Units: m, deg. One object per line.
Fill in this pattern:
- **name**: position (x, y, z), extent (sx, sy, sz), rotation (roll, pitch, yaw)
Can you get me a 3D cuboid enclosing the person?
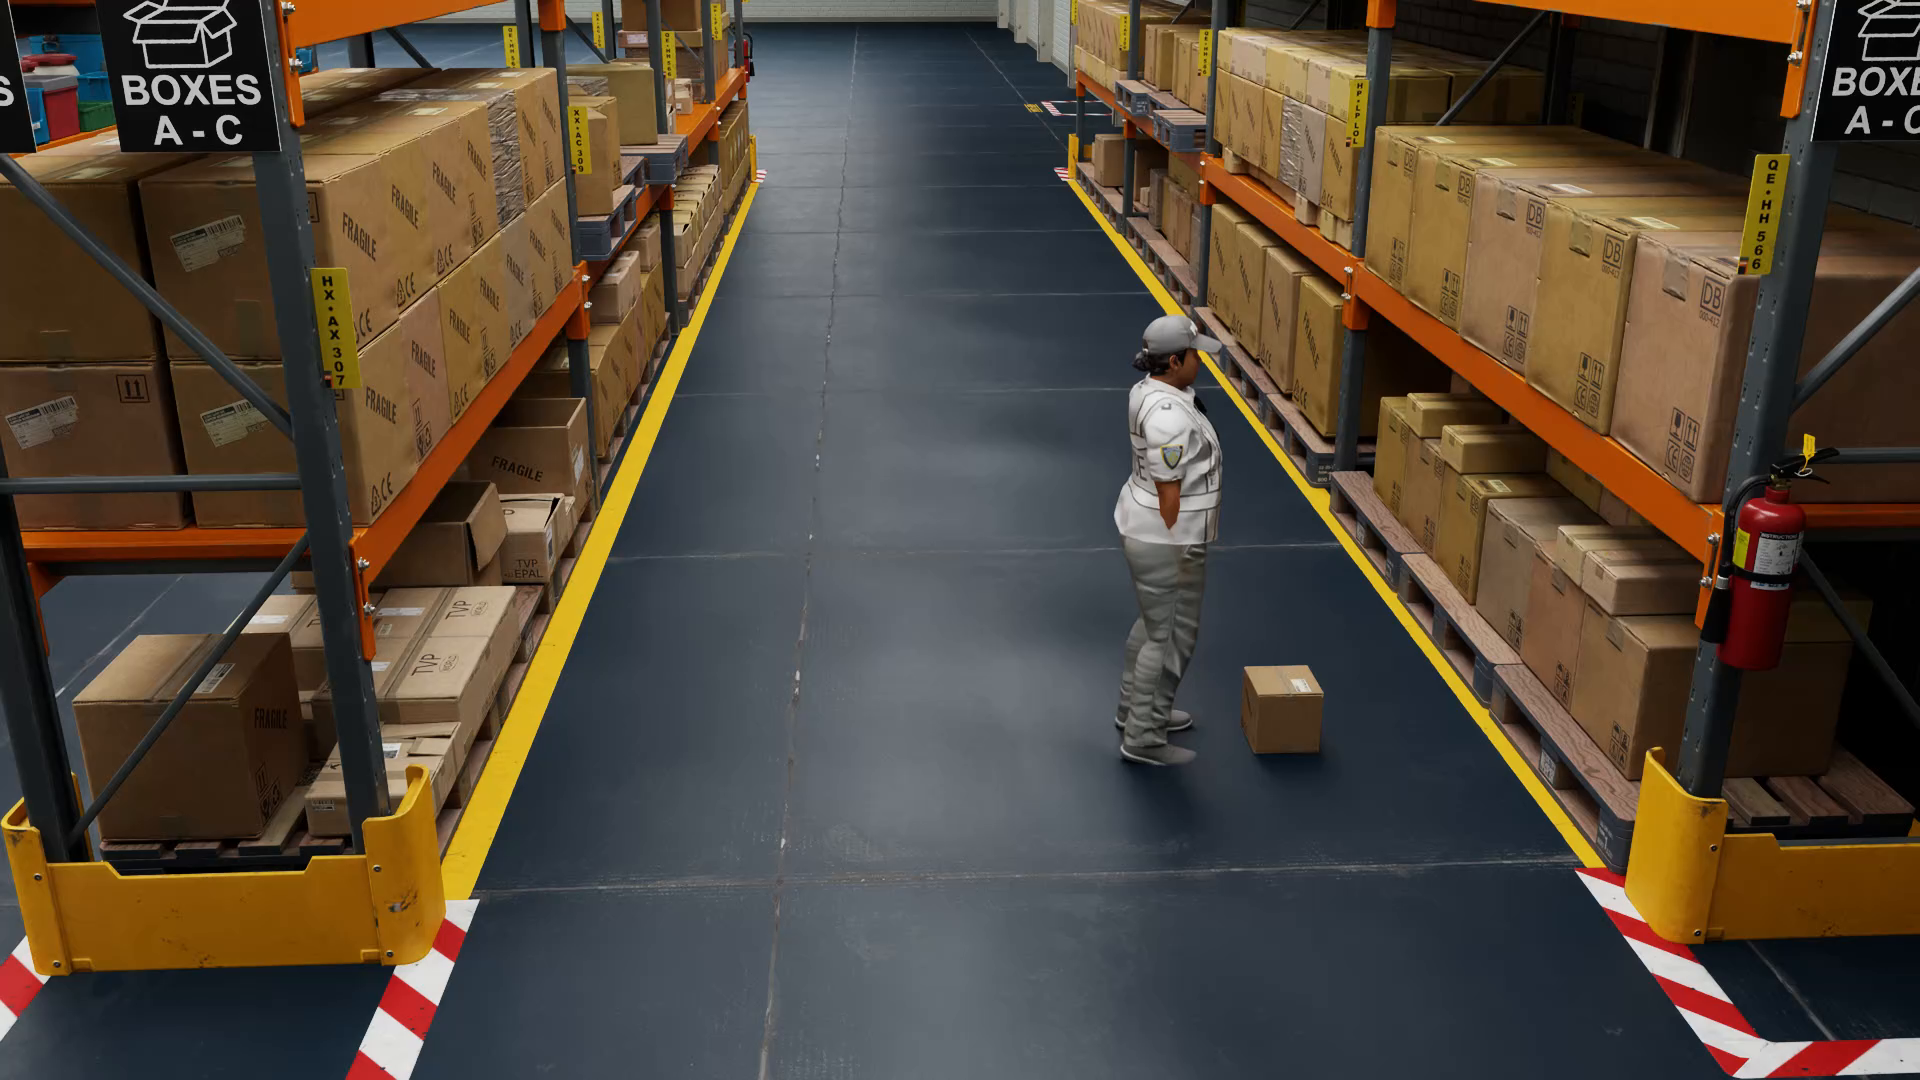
- **person**: position (0.764, 0.002, 6.111), extent (0.391, 1.682, 0.467), rotation (-1, 21, -2)
